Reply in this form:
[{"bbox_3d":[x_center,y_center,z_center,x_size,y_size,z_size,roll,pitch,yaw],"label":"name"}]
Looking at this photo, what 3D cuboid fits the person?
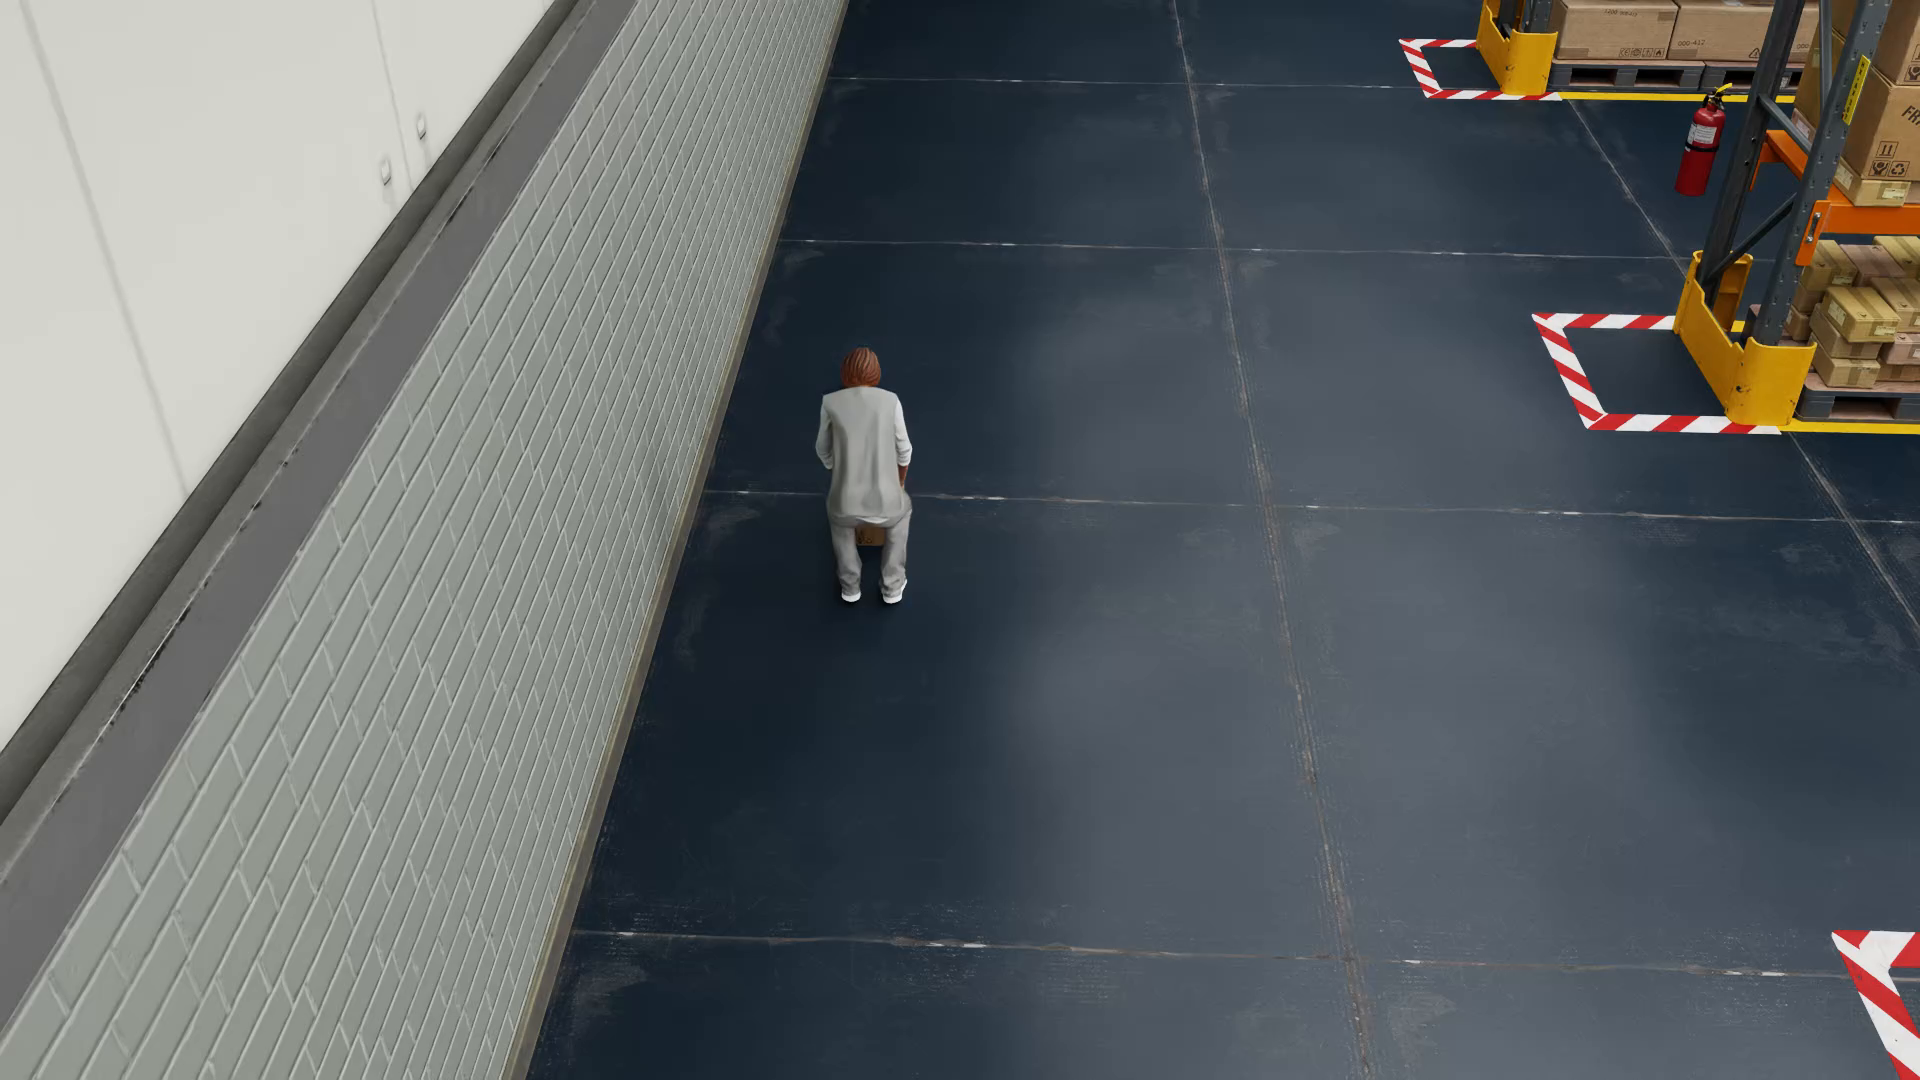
[{"bbox_3d":[-0.461,-0.263,7.857,0.463,1.158,0.725,1,36,2],"label":"person"}]
